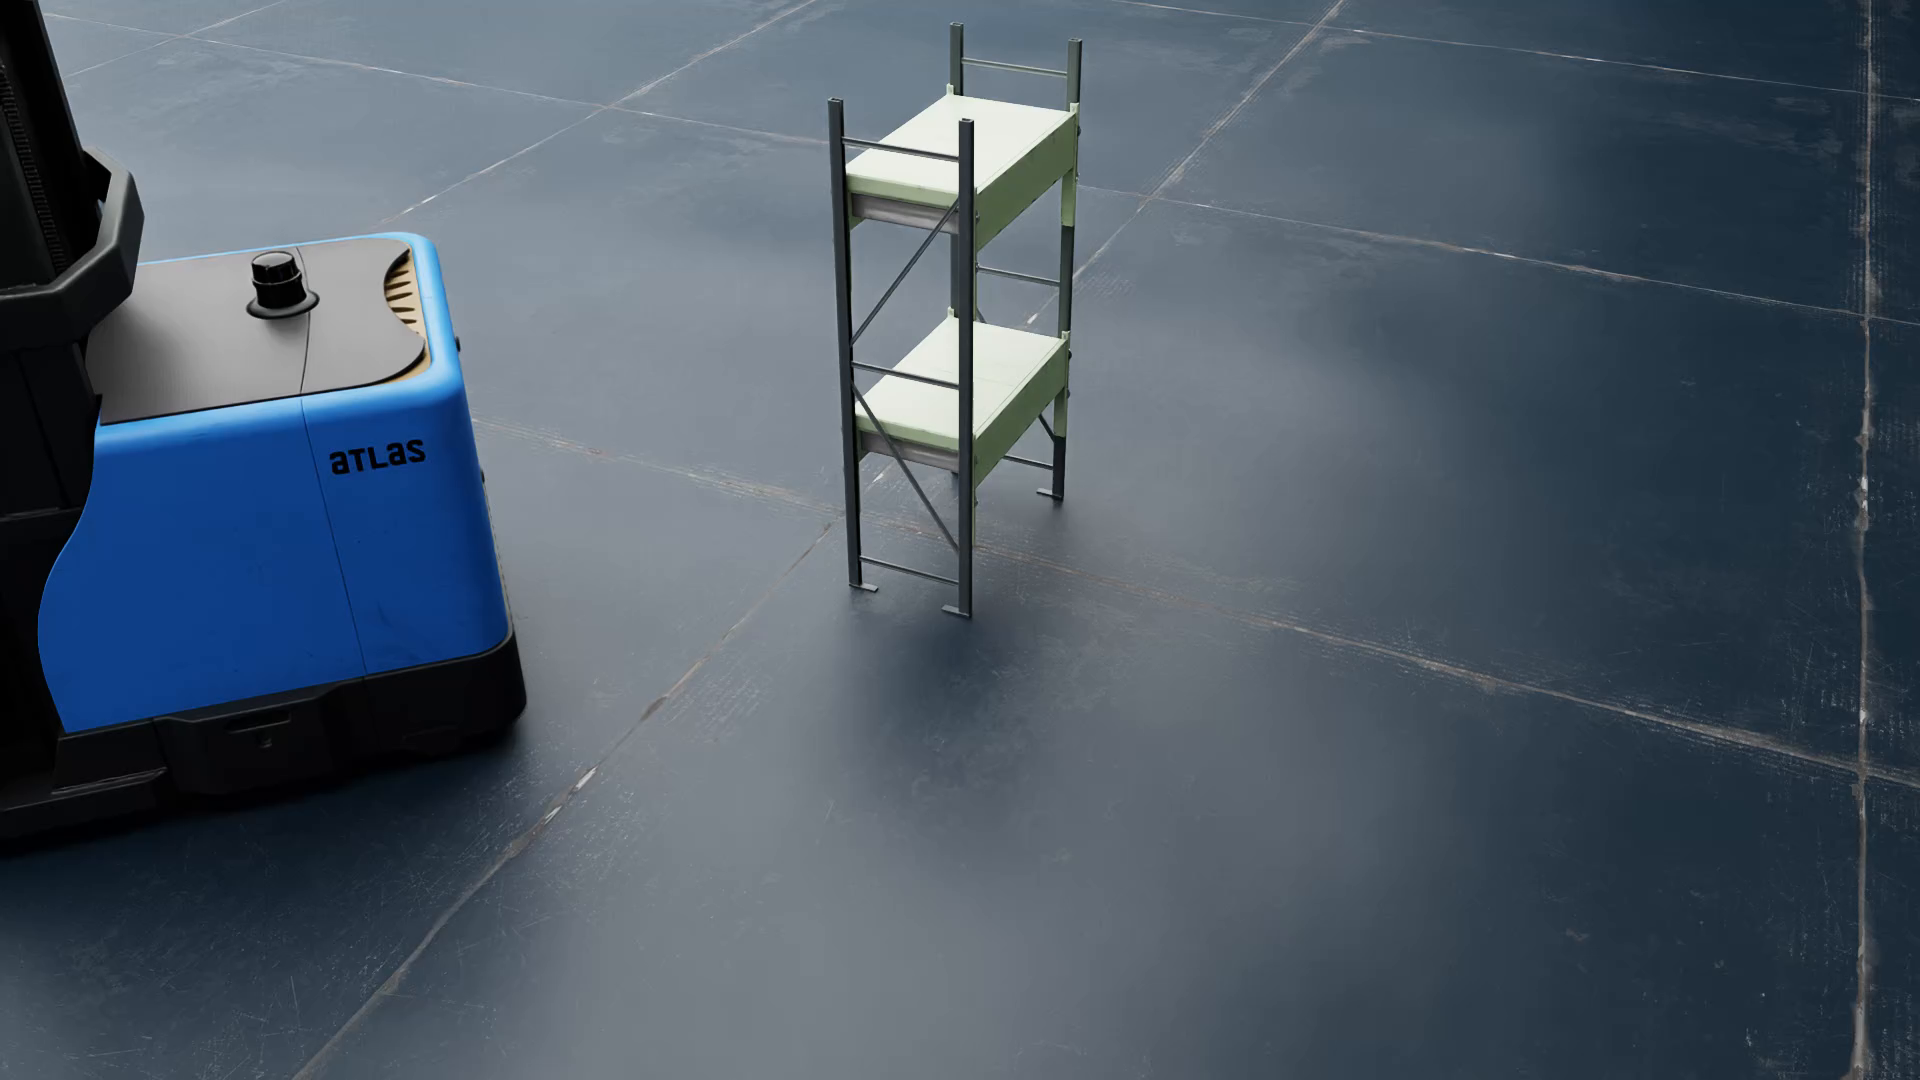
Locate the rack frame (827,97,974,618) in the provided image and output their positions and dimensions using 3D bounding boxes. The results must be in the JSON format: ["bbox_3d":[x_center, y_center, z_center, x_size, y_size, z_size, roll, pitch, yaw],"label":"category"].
[{"bbox_3d":[-0.150,-0.448,4.566,0.400,1.500,0.023,14,36,20],"label":"rack frame"}]

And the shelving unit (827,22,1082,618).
[{"bbox_3d":[0.003,-0.631,4.844,0.431,1.500,0.755,14,36,20],"label":"shelving unit"}]

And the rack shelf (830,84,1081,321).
[{"bbox_3d":[0.003,-0.957,4.630,0.431,0.370,0.720,14,36,20],"label":"rack shelf"}]

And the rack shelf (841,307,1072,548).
[{"bbox_3d":[0.003,-0.358,5.023,0.431,0.370,0.720,14,36,20],"label":"rack shelf"}]

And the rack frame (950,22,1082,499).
[{"bbox_3d":[0.156,-0.813,5.122,0.400,1.500,0.023,14,36,20],"label":"rack frame"}]

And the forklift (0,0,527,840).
[{"bbox_3d":[-2.733,-0.686,3.623,3.031,2.935,1.130,-11,35,-16],"label":"forklift"}]
